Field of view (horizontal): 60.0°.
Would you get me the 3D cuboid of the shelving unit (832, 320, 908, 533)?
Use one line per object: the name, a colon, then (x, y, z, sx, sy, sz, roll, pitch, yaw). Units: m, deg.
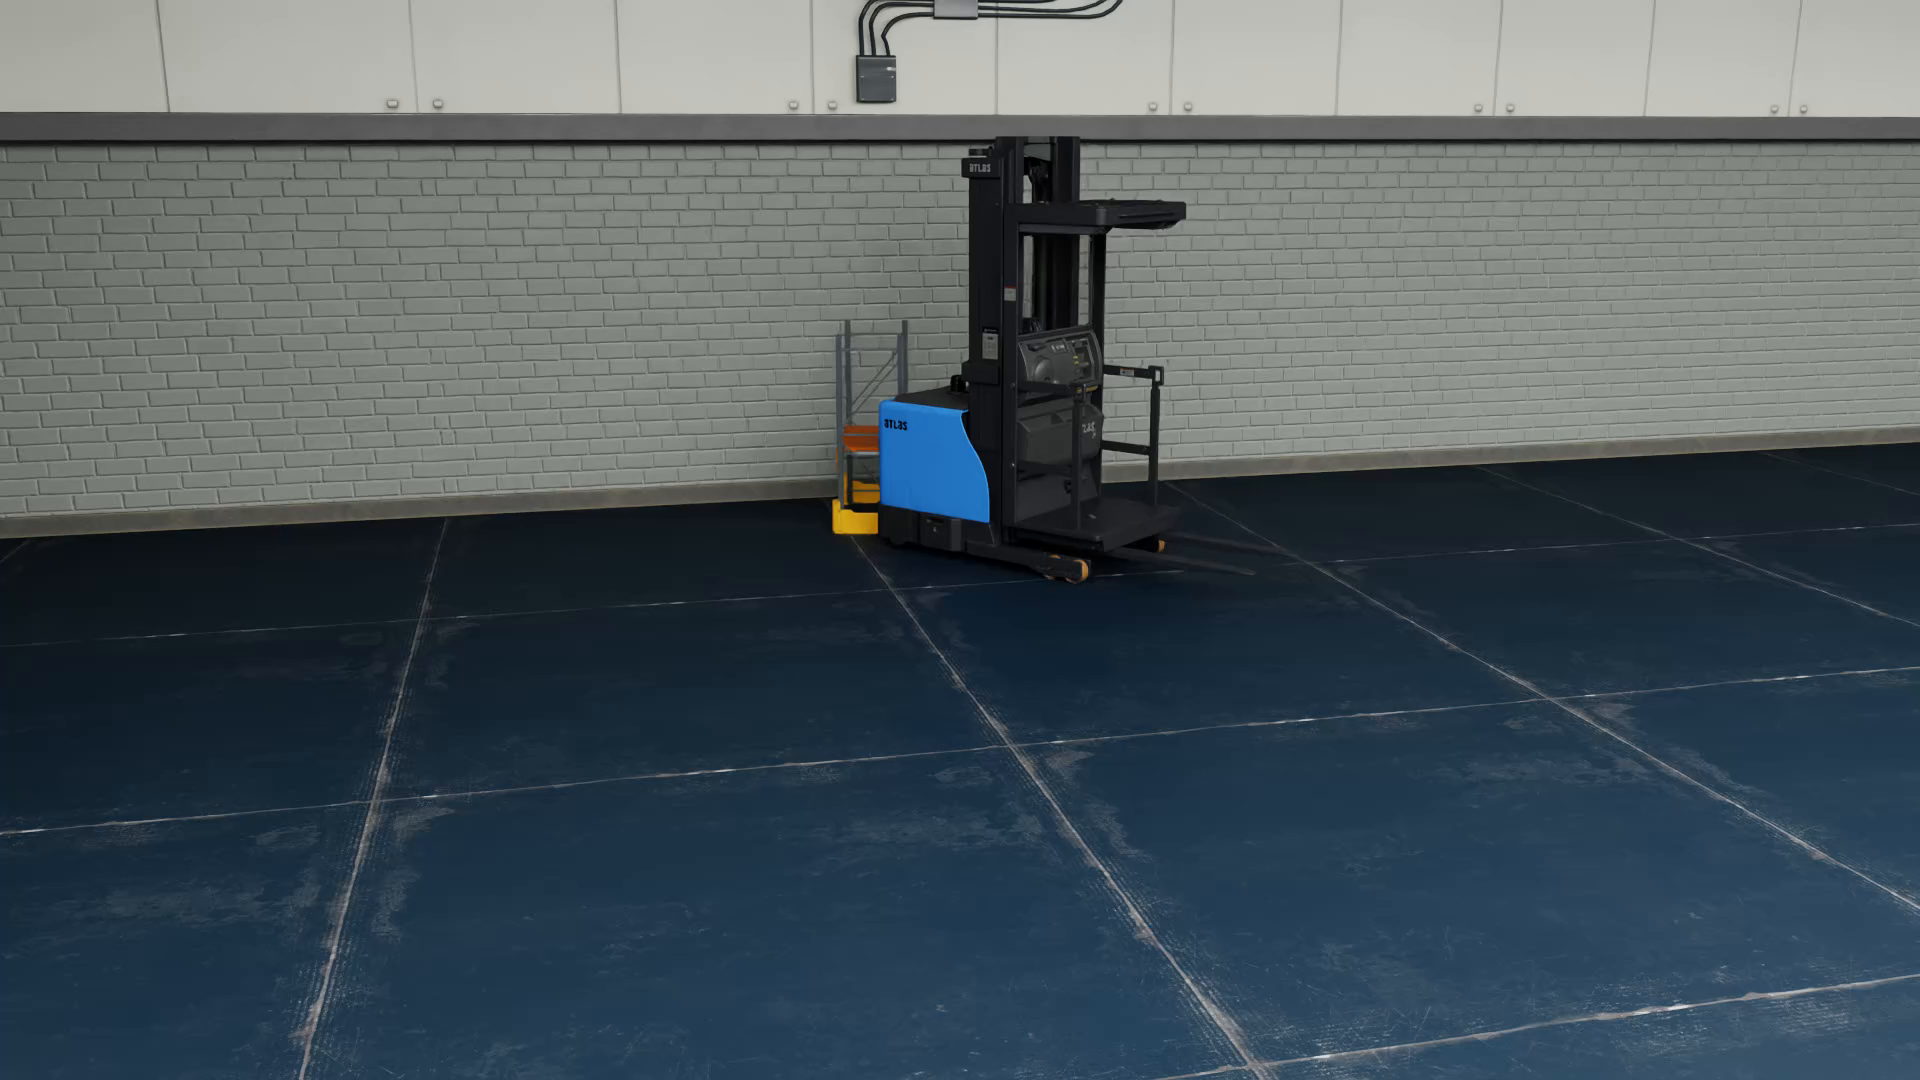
shelving unit: (-0.672, -0.907, 12.979, 0.587, 1.500, 1.083, 0, 14, 0)

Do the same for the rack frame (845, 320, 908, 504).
rack frame: (-0.671, -1.030, 13.482, 0.500, 1.500, 0.032, 0, 14, 0)

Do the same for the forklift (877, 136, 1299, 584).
forklift: (0.868, -1.270, 11.451, 3.031, 2.935, 1.130, 10, 17, 36)

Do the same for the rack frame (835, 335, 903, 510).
rack frame: (-0.673, -0.788, 12.494, 0.500, 1.500, 0.032, 0, 14, 0)

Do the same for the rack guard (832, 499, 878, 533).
rack guard: (-0.673, -0.182, 12.644, 0.587, 0.250, 0.087, 0, 14, 0)

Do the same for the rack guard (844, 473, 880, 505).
rack guard: (-0.671, -0.418, 13.611, 0.587, 0.250, 0.087, 0, 14, 0)

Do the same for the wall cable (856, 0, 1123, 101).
wall cable: (0.312, -6.454, 12.716, 2.305, 6.003, 0.169, -3, 14, -13)

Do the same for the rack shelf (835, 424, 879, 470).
rack shelf: (-0.672, -0.734, 13.031, 0.538, 0.185, 1.000, 0, 14, 0)
